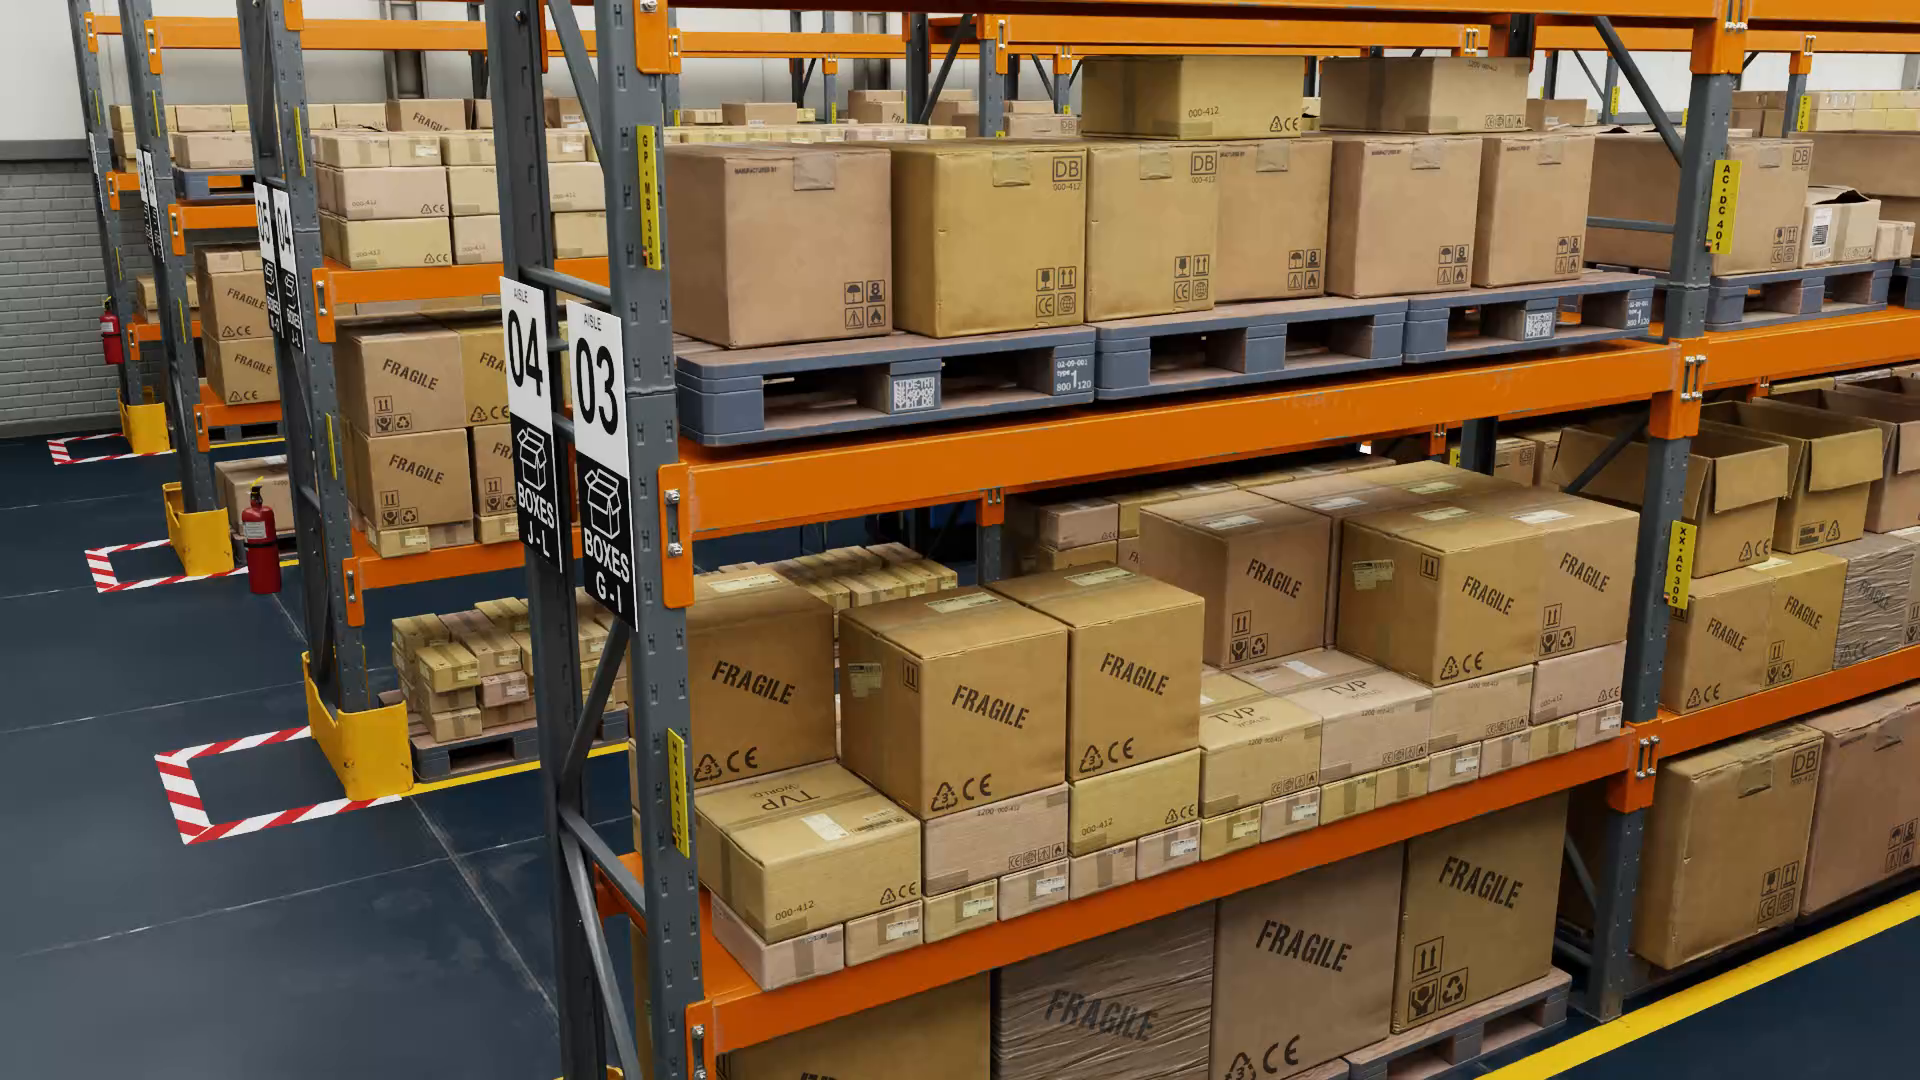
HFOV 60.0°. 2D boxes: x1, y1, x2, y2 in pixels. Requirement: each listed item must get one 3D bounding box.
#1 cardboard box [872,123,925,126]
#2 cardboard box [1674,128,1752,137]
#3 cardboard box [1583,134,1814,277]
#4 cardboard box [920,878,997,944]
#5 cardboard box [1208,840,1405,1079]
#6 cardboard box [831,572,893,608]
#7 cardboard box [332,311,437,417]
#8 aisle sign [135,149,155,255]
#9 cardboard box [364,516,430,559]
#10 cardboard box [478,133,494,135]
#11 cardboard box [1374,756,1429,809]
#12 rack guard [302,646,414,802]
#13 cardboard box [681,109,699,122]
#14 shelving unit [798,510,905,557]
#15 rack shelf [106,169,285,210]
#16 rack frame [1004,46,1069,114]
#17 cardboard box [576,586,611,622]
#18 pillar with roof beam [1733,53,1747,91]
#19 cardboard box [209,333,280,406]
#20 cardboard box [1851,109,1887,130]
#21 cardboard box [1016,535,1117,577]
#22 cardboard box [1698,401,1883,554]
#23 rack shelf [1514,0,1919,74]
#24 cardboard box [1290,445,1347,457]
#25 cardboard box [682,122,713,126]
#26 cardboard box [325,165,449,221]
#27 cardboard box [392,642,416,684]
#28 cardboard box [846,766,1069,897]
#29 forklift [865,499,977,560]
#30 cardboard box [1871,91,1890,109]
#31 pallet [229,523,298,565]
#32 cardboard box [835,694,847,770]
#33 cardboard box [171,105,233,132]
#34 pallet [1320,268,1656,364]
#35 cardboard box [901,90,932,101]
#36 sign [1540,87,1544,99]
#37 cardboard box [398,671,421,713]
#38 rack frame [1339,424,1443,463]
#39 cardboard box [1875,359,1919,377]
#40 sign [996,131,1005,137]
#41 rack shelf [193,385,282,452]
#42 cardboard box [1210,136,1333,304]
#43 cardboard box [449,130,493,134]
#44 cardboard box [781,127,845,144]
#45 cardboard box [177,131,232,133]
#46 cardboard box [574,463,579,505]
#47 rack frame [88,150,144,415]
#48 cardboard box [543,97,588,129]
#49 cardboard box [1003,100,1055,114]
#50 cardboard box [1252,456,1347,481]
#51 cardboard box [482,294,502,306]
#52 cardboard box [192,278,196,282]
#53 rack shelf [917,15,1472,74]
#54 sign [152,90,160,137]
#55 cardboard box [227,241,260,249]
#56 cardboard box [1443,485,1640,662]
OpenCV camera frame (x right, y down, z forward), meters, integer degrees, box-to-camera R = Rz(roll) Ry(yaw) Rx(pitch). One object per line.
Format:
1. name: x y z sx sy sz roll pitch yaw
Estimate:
1. cardboard box: -0.418 -2.561 10.543 0.250 0.149 0.380 -10 18 -31
2. cardboard box: 6.290 -3.340 14.023 0.500 0.250 0.500 -9 18 -29
3. cardboard box: 2.916 -1.356 6.670 0.500 0.500 0.700 -9 18 -28
4. cardboard box: -0.092 1.054 5.059 0.250 0.149 0.380 -10 18 -31
5. cardboard box: 1.045 1.441 6.372 0.875 0.875 0.875 -9 18 -30
6. cardboard box: -0.623 0.334 10.561 0.250 0.149 0.380 -9 18 -30
7. cardboard box: -3.209 -0.978 9.253 0.500 0.500 0.500 -10 18 -31
8. aisle sign: -6.330 -2.629 12.914 0.004 0.787 0.394 -9 18 -30
9. cardboard box: -3.026 -0.032 8.934 0.250 0.149 0.380 -9 18 -30
10. cardboard box: -2.371 -2.067 8.782 0.250 0.149 0.380 -9 18 -29
11. cardboard box: 1.449 0.804 5.951 0.250 0.149 0.380 -9 18 -29
12. rack guard: -3.408 1.009 9.385 0.348 0.500 1.175 -9 18 -30
13. cardboard box: -3.324 -5.105 19.996 0.250 0.149 0.380 -9 18 -30
14. shelving unit: -0.864 -0.566 13.149 0.755 1.500 0.431 -10 19 -32
15. rack shelf: -6.954 -3.839 17.824 4.000 0.370 1.077 -9 18 -30
16. rack frame: 0.749 -5.316 16.203 0.127 3.000 1.000 -9 18 -30
17. cardboard box: -2.292 0.409 10.295 0.250 0.149 0.380 -8 18 -28
18. pillar with roof beam: 16.489 -8.360 27.061 0.400 9.000 9.100 -9 18 -30
19. cardboard box: -5.550 -1.364 13.033 0.500 0.500 0.500 -9 18 -30
20. cardboard box: 7.808 -3.692 14.728 0.500 0.250 0.500 -9 18 -30
21. cardboard box: 0.726 0.220 11.421 0.500 0.500 0.500 -8 18 -28
22. cardboard box: 3.561 -0.293 7.355 0.637 0.503 0.797 -9 18 -29
23. rack shelf: 4.138 -2.206 7.182 4.000 0.370 1.077 -9 18 -30
24. cardboard box: 2.669 -0.616 13.014 0.500 0.250 0.500 -10 19 -32
25. cardboard box: -3.107 -4.862 19.678 0.250 0.149 0.380 -9 18 -28
26. cardboard box: -2.954 -1.799 8.566 0.500 0.250 0.500 -9 18 -29
27. cardboard box: -3.168 0.704 9.795 0.250 0.149 0.380 -10 18 -31
28. cardboard box: -0.012 0.828 5.124 0.500 0.250 0.500 -9 18 -30
29. forklift: 0.721 -1.539 13.970 3.031 2.935 1.130 -10 19 -32
30. cardboard box: 7.953 -3.888 14.690 0.250 0.149 0.380 -10 18 -31
31. pallet: -5.464 -0.102 13.883 1.213 0.211 1.003 -9 18 -30
32. cardboard box: -0.291 0.707 5.556 0.500 0.250 0.500 -10 18 -31
33. cardboard box: -7.713 -4.289 16.897 0.500 0.250 0.500 -9 18 -30
34. pallet: 1.717 -0.869 6.059 1.213 0.211 1.003 -9 18 -30
35. cardboard box: -0.683 -5.456 21.110 0.500 0.500 0.700 -10 18 -31
36. sign: 7.327 -5.530 20.904 0.005 0.325 0.100 -9 18 -30
37. cardboard box: -3.129 0.865 9.771 0.250 0.149 0.380 -9 18 -29
38. rack frame: 3.385 -1.296 12.977 0.127 3.000 1.000 -9 18 -30
39. cardboard box: 8.942 -1.355 16.345 0.875 0.875 0.875 -10 18 -31
40. sign: 0.242 -2.309 10.074 0.005 0.325 0.100 -9 18 -30
41. rack shelf: -4.394 -1.247 14.134 4.000 0.370 1.077 -9 18 -30
42. cardboard box: 0.799 -1.085 5.518 0.500 0.500 0.700 -8 18 -27
43. cardboard box: -2.687 -2.212 9.301 0.250 0.149 0.380 -9 18 -29
44. cardboard box: -0.867 -2.346 9.778 0.250 0.149 0.380 -8 18 -28
45. cardboard box: -7.722 -4.053 16.979 0.500 0.250 0.500 -9 18 -29
46. cardboard box: -2.074 -0.520 9.470 0.500 0.500 0.500 -9 18 -29
47. rack frame: -8.668 -2.463 17.140 0.127 3.000 1.000 -9 18 -30
48. cardboard box: -3.292 -3.581 14.422 0.500 0.500 0.500 -9 18 -29
49. cardboard box: 0.503 -4.036 16.225 0.637 0.503 0.797 -11 19 -33
50. cardboard box: 2.506 -0.427 12.341 0.500 0.250 0.500 -9 18 -29
51. cardboard box: -3.813 -2.130 13.913 0.500 0.500 0.500 -9 18 -29
52. cardboard box: -7.709 -2.605 17.373 0.500 0.250 0.500 -9 18 -29
53. rack shelf: 1.670 -3.368 11.326 4.000 0.370 1.077 -9 18 -30
54. sign: -5.828 -3.090 12.051 0.005 0.325 0.100 -9 18 -30
55. cardboard box: -5.699 -2.294 13.298 0.250 0.149 0.380 -9 18 -29
56. cardboard box: 2.167 0.115 6.279 0.500 0.500 0.500 -9 18 -28
